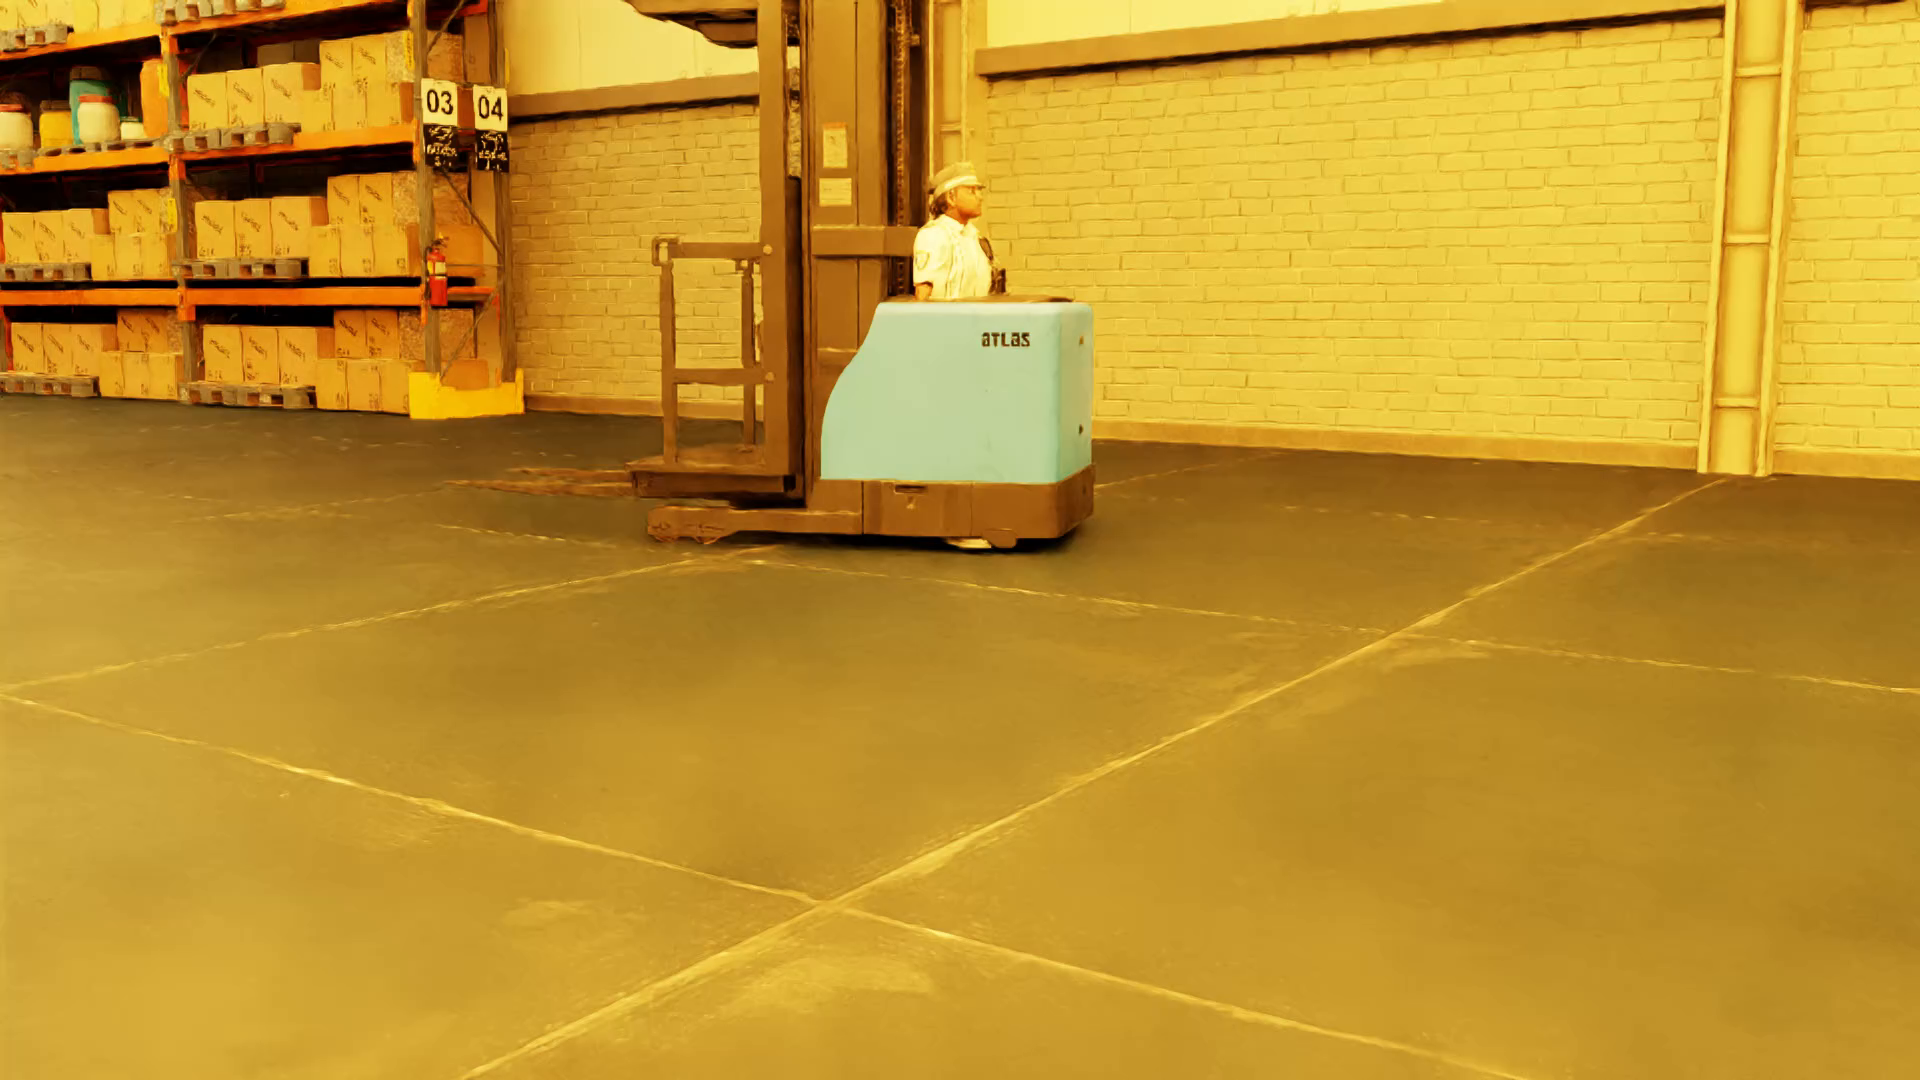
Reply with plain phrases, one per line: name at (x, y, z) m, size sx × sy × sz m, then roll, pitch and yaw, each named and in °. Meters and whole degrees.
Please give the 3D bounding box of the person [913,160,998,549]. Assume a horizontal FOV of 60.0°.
person at (0.050, -0.838, 7.426) m, size 0.532 × 1.693 × 0.571 m, roll 5°, pitch 10°, yaw 34°

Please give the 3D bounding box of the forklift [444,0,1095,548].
forklift at (-0.927, -1.503, 7.760) m, size 3.031 × 2.935 × 1.130 m, roll 2°, pitch 8°, yaw 14°
